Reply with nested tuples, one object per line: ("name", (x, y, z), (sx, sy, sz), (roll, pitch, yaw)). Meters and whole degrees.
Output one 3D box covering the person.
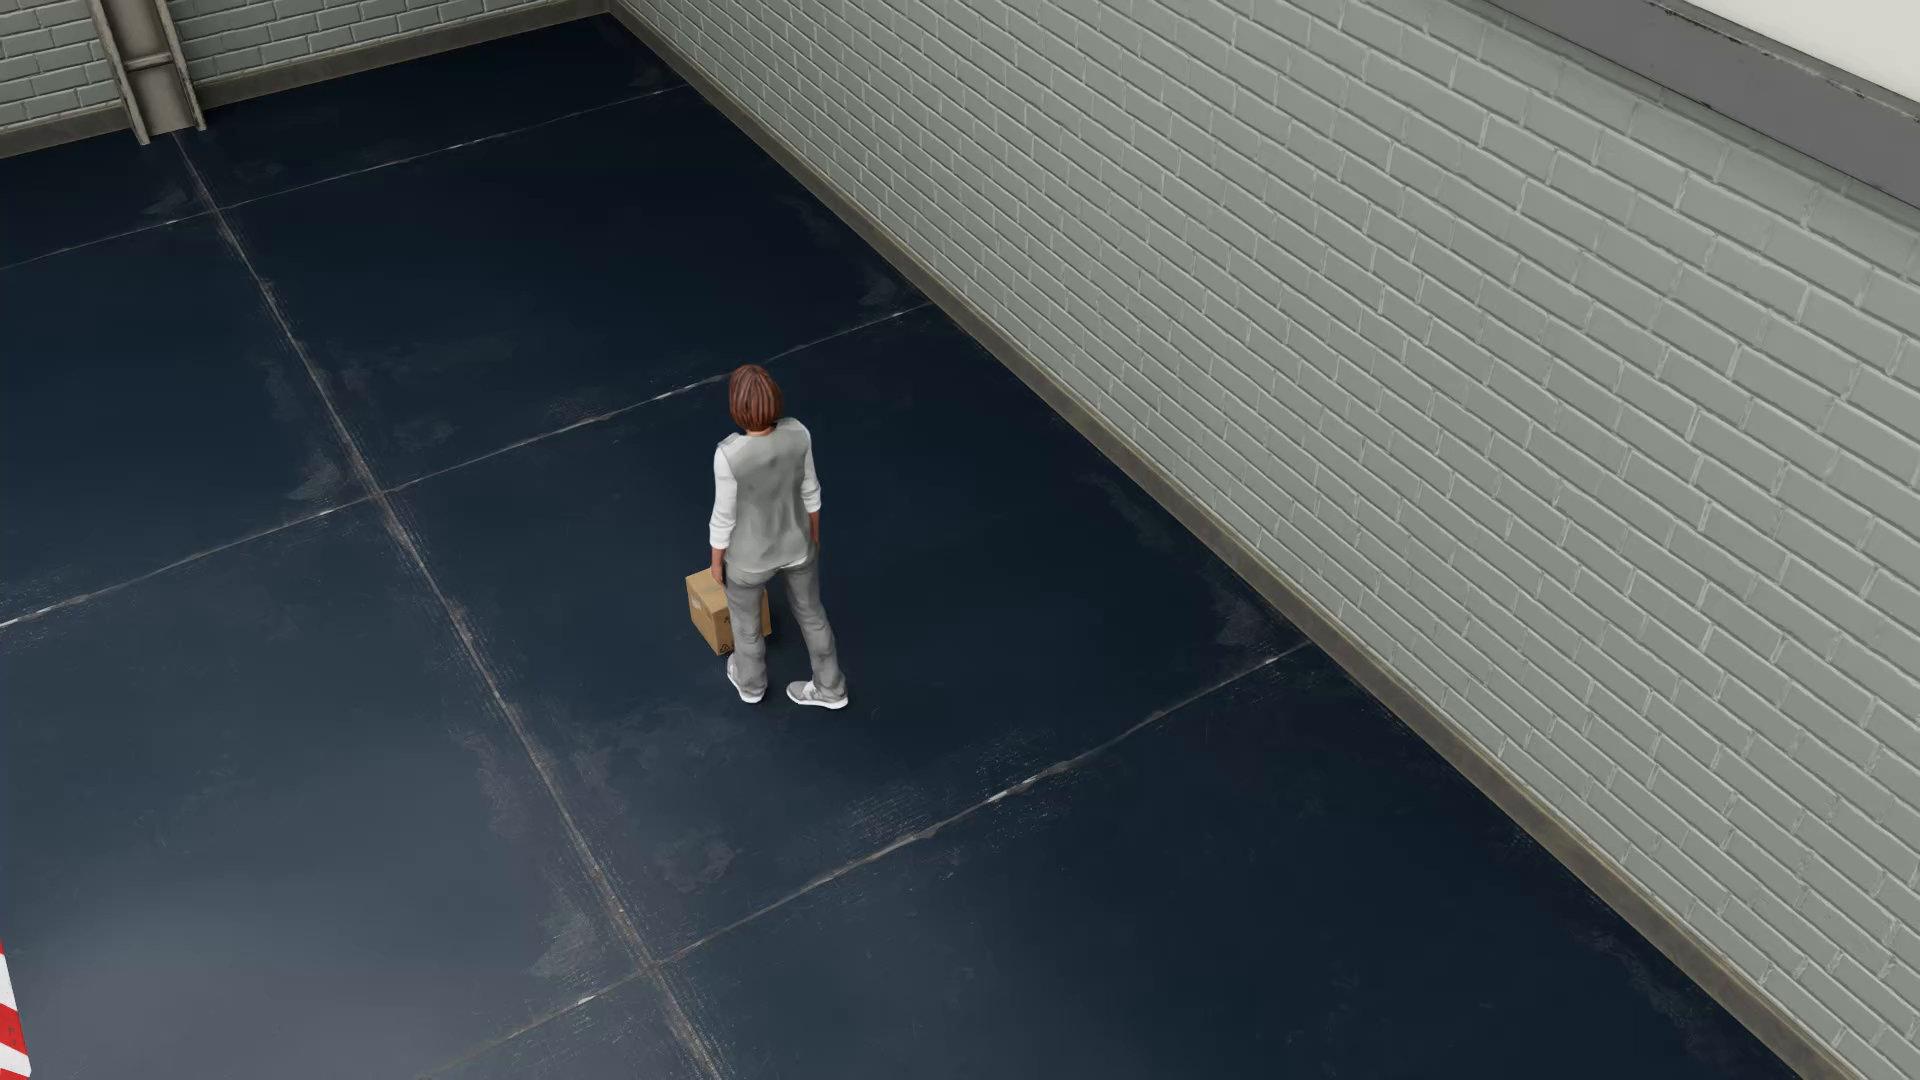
("person", (-0.692, 0.122, 6.164), (0.432, 1.285, 0.363), (-22, 46, -23))
